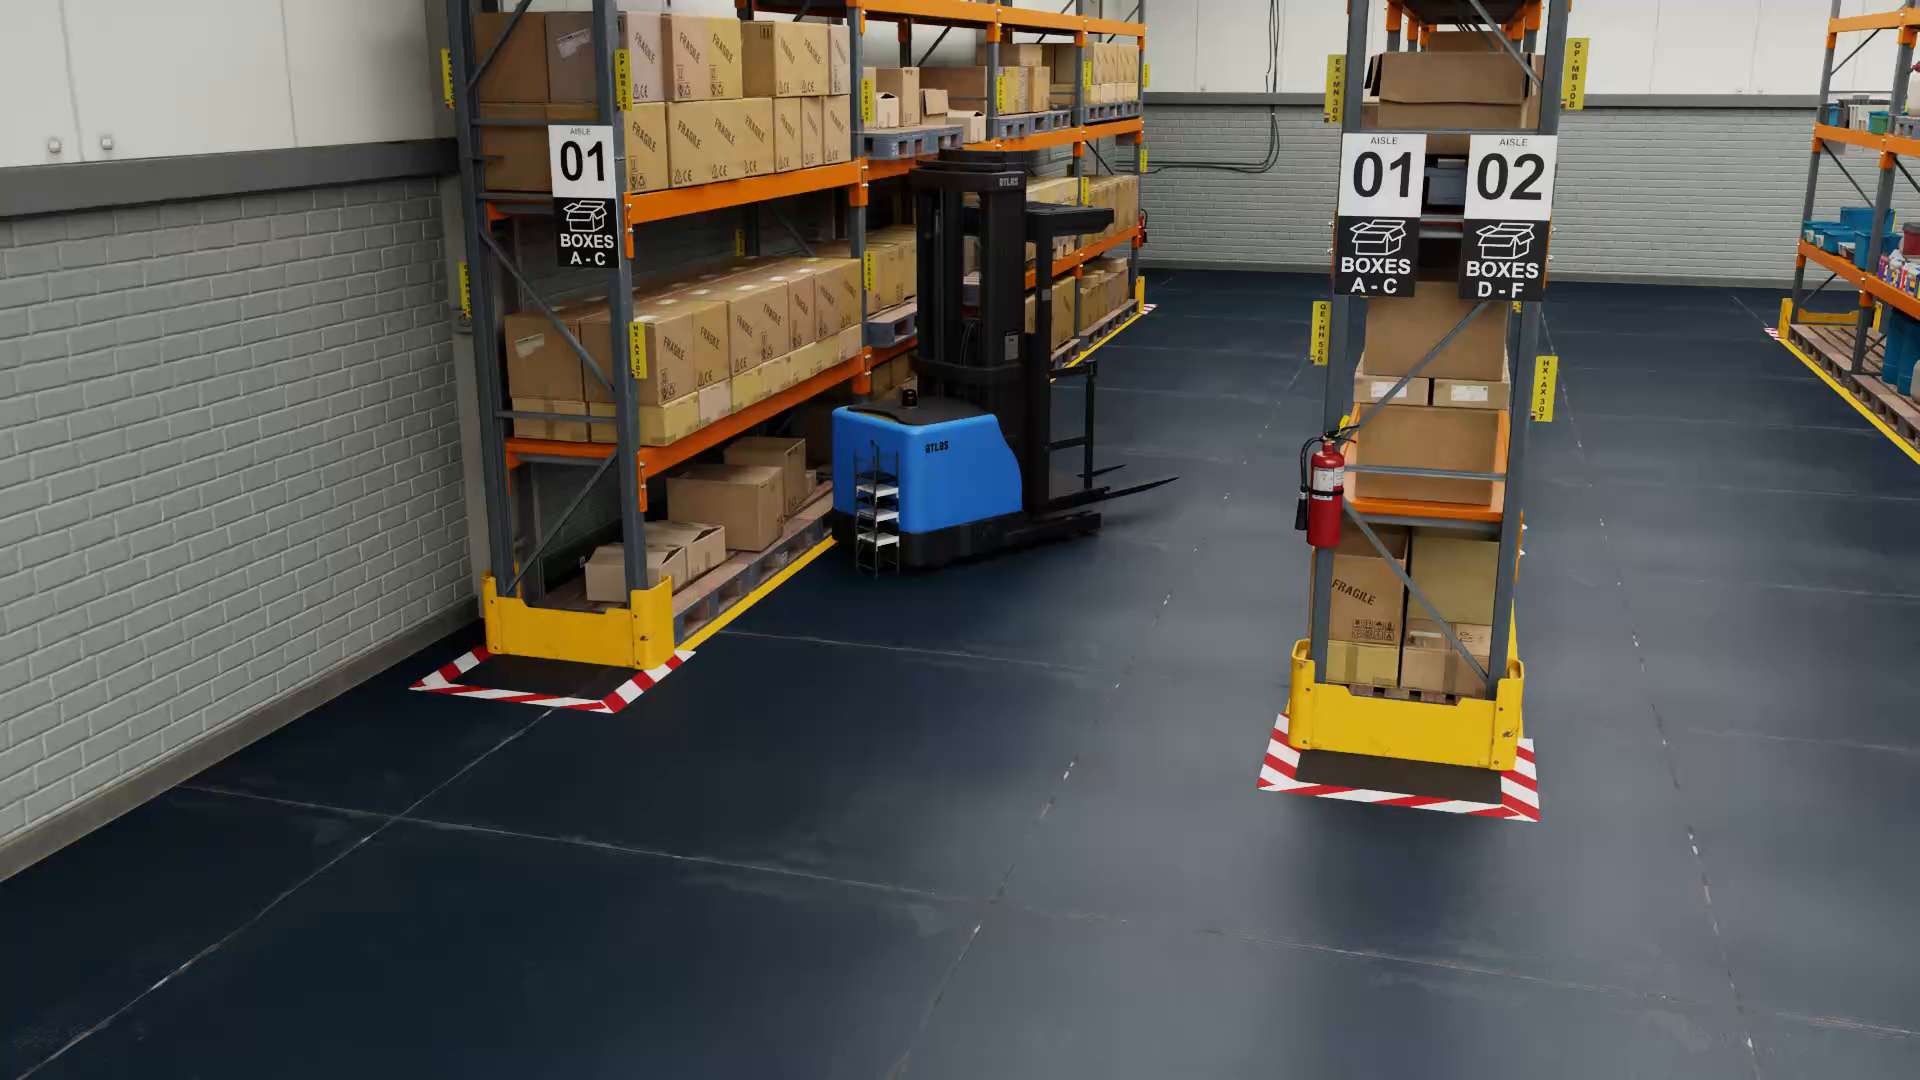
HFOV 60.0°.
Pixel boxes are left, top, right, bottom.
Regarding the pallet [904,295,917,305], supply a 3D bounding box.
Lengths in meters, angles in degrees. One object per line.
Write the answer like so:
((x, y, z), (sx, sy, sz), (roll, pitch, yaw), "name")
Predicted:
((-0.635, -2.202, 15.449), (1.003, 0.211, 1.213), (5, 16, 16), "pallet")

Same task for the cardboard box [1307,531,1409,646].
((2.232, 0.257, 9.321), (0.500, 0.500, 0.500), (5, 16, 16), "cardboard box")

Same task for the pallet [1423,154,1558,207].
((2.591, -1.923, 8.778), (1.003, 0.211, 1.213), (5, 16, 16), "pallet")

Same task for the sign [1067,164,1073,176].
((1.631, -5.408, 24.667), (0.100, 0.325, 0.005), (5, 16, 16), "sign")

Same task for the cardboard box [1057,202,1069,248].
((1.000, -3.789, 19.924), (0.500, 0.500, 0.500), (5, 17, 16), "cardboard box")

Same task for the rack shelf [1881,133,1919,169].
((9.955, -3.668, 16.085), (1.077, 0.370, 4.000), (5, 16, 16), "rack shelf")

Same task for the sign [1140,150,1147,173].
((2.678, -5.534, 24.287), (0.100, 0.325, 0.005), (5, 16, 16), "sign")

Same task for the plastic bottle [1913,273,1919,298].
((9.593, -2.583, 16.531), (0.144, 0.351, 0.185), (5, 16, 16), "plastic bottle")

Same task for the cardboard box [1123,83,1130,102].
((2.061, -6.181, 22.951), (0.500, 0.250, 0.500), (4, 16, 14), "cardboard box")

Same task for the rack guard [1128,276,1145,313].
((2.169, -3.713, 25.002), (1.175, 0.500, 0.348), (5, 16, 16), "rack guard")

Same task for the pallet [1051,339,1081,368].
((0.878, -2.313, 20.598), (1.003, 0.211, 1.213), (5, 16, 16), "pallet")

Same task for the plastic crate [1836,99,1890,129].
((10.963, -5.175, 20.195), (0.504, 0.338, 0.767), (5, 16, 16), "plastic crate")

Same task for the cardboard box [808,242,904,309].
((-0.905, -2.305, 14.470), (0.700, 0.500, 0.500), (6, 17, 22), "cardboard box")

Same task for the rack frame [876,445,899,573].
((-0.518, -0.220, 11.957), (0.006, 0.900, 0.240), (-13, 21, -39), "rack frame")

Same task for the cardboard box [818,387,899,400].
((-0.957, -1.111, 15.025), (0.700, 0.500, 0.500), (4, 16, 15), "cardboard box")

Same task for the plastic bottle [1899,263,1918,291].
((9.764, -2.701, 17.081), (0.152, 0.276, 0.135), (5, 16, 16), "plastic bottle")

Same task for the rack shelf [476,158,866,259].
((-1.817, -2.343, 11.414), (1.077, 0.370, 4.000), (5, 16, 16), "rack shelf")

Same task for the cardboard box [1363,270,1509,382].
((2.525, -1.147, 8.815), (0.700, 0.500, 0.500), (5, 16, 16), "cardboard box")

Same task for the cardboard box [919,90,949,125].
((-0.569, -3.986, 15.663), (0.797, 0.503, 0.637), (7, 17, 24), "cardboard box")

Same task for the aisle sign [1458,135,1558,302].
((2.640, -1.549, 8.031), (0.394, 0.787, 0.004), (5, 16, 16), "aisle sign")

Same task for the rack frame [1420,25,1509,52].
((5.775, -6.365, 18.780), (1.000, 3.000, 0.127), (5, 16, 16), "rack frame")

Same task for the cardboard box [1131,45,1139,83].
((2.215, -6.678, 23.327), (0.500, 0.500, 0.500), (5, 16, 16), "cardboard box")

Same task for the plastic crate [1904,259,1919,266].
((10.793, -3.107, 18.659), (0.396, 0.136, 0.243), (5, 16, 16), "plastic crate")

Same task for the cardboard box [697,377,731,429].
((-1.808, -0.900, 10.745), (0.500, 0.250, 0.500), (4, 16, 14), "cardboard box")

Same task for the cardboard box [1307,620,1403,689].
((2.234, 0.618, 9.423), (0.500, 0.250, 0.500), (5, 16, 16), "cardboard box")

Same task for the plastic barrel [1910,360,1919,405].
((9.905, -1.632, 16.876), (0.421, 0.512, 0.421), (0, 16, 0), "plastic barrel")

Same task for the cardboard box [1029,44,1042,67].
((0.649, -5.706, 19.588), (0.500, 0.250, 0.500), (6, 17, 20), "cardboard box")

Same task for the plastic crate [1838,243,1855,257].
((10.730, -3.475, 19.957), (0.293, 0.136, 0.466), (5, 16, 16), "plastic crate")

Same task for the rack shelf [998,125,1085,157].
((0.457, -4.436, 18.793), (1.077, 0.370, 4.000), (5, 16, 16), "rack shelf")

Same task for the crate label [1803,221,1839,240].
((11.274, -4.050, 21.807), (0.416, 0.233, 0.303), (5, 16, 16), "crate label")

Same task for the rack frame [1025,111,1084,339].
((1.025, -3.862, 20.949), (1.000, 3.000, 0.127), (5, 16, 16), "rack frame")

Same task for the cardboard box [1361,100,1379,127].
((2.440, -2.302, 9.199), (0.500, 0.250, 0.500), (5, 16, 16), "cardboard box")

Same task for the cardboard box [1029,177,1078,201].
((1.137, -4.282, 20.289), (0.500, 0.250, 0.500), (5, 17, 17), "cardboard box")

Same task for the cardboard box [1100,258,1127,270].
((2.197, -3.982, 23.993), (0.380, 0.149, 0.250), (4, 16, 15), "cardboard box")

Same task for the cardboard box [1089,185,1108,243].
((1.407, -4.338, 22.076), (0.980, 0.700, 0.700), (4, 16, 14), "cardboard box")

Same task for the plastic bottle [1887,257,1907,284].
((9.923, -2.847, 17.597), (0.152, 0.276, 0.135), (5, 16, 16), "plastic bottle")

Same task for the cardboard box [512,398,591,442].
((-2.438, -0.798, 10.383), (0.500, 0.250, 0.500), (5, 17, 17), "cardboard box")

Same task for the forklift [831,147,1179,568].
((0.472, -1.522, 12.823), (3.031, 2.935, 1.130), (-13, 21, -39), "forklift")

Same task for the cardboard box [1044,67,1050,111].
((0.670, -5.343, 19.685), (0.700, 0.500, 0.500), (4, 16, 13), "cardboard box")

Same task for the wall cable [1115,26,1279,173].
((4.112, -7.753, 29.363), (3.097, 2.526, 0.112), (5, 16, 16), "wall cable")

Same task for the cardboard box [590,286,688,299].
((-2.160, -1.427, 11.229), (0.500, 0.500, 0.500), (4, 16, 14), "cardboard box")

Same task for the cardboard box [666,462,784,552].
((-1.684, -0.243, 11.964), (0.700, 0.500, 0.500), (4, 16, 12), "cardboard box")

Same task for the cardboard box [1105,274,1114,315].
((1.774, -3.455, 23.324), (0.700, 0.500, 0.500), (4, 16, 14), "cardboard box")

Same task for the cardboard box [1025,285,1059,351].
((0.715, -2.617, 19.730), (0.750, 0.750, 0.750), (5, 17, 18), "cardboard box")

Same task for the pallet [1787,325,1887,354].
((11.389, -2.586, 21.561), (1.003, 0.211, 1.213), (5, 16, 16), "pallet")

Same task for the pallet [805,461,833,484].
((-1.029, -0.632, 14.669), (1.003, 0.211, 1.213), (5, 16, 16), "pallet")

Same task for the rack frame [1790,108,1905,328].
((11.660, -4.141, 21.930), (1.000, 3.000, 0.127), (5, 16, 16), "rack frame")

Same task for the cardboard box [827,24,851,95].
((-1.131, -3.599, 12.472), (0.500, 0.500, 0.500), (3, 16, 11), "cardboard box")

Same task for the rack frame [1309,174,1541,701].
((2.365, -0.340, 8.530), (1.000, 3.000, 0.127), (5, 16, 16), "rack frame")

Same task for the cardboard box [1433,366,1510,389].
((2.756, -0.855, 8.975), (0.380, 0.149, 0.250), (4, 16, 14), "cardboard box")

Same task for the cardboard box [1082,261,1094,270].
((1.688, -3.880, 23.633), (0.380, 0.149, 0.250), (5, 17, 16), "cardboard box")

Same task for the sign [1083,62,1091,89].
((1.548, -5.666, 20.287), (0.100, 0.325, 0.005), (5, 16, 16), "sign")

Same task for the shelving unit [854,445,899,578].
((-0.595, -0.202, 11.893), (0.210, 0.900, 0.258), (-13, 21, -39), "shelving unit")

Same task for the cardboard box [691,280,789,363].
((-1.523, -1.522, 11.562), (0.500, 0.500, 0.500), (5, 17, 18), "cardboard box")

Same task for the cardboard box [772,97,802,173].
((-1.432, -2.840, 11.627), (0.500, 0.500, 0.500), (4, 16, 14), "cardboard box")

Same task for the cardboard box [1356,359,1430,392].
((2.364, -0.883, 9.074), (0.380, 0.149, 0.250), (5, 17, 17), "cardboard box")

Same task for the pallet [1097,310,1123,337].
((1.661, -3.034, 23.139), (1.003, 0.211, 1.213), (5, 16, 16), "pallet")

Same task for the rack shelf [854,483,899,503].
((-0.595, -0.343, 11.853), (0.200, 0.077, 0.258), (-13, 21, -39), "rack shelf")

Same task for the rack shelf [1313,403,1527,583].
((2.934, -0.517, 10.473), (1.077, 0.370, 4.000), (5, 16, 16), "rack shelf")
